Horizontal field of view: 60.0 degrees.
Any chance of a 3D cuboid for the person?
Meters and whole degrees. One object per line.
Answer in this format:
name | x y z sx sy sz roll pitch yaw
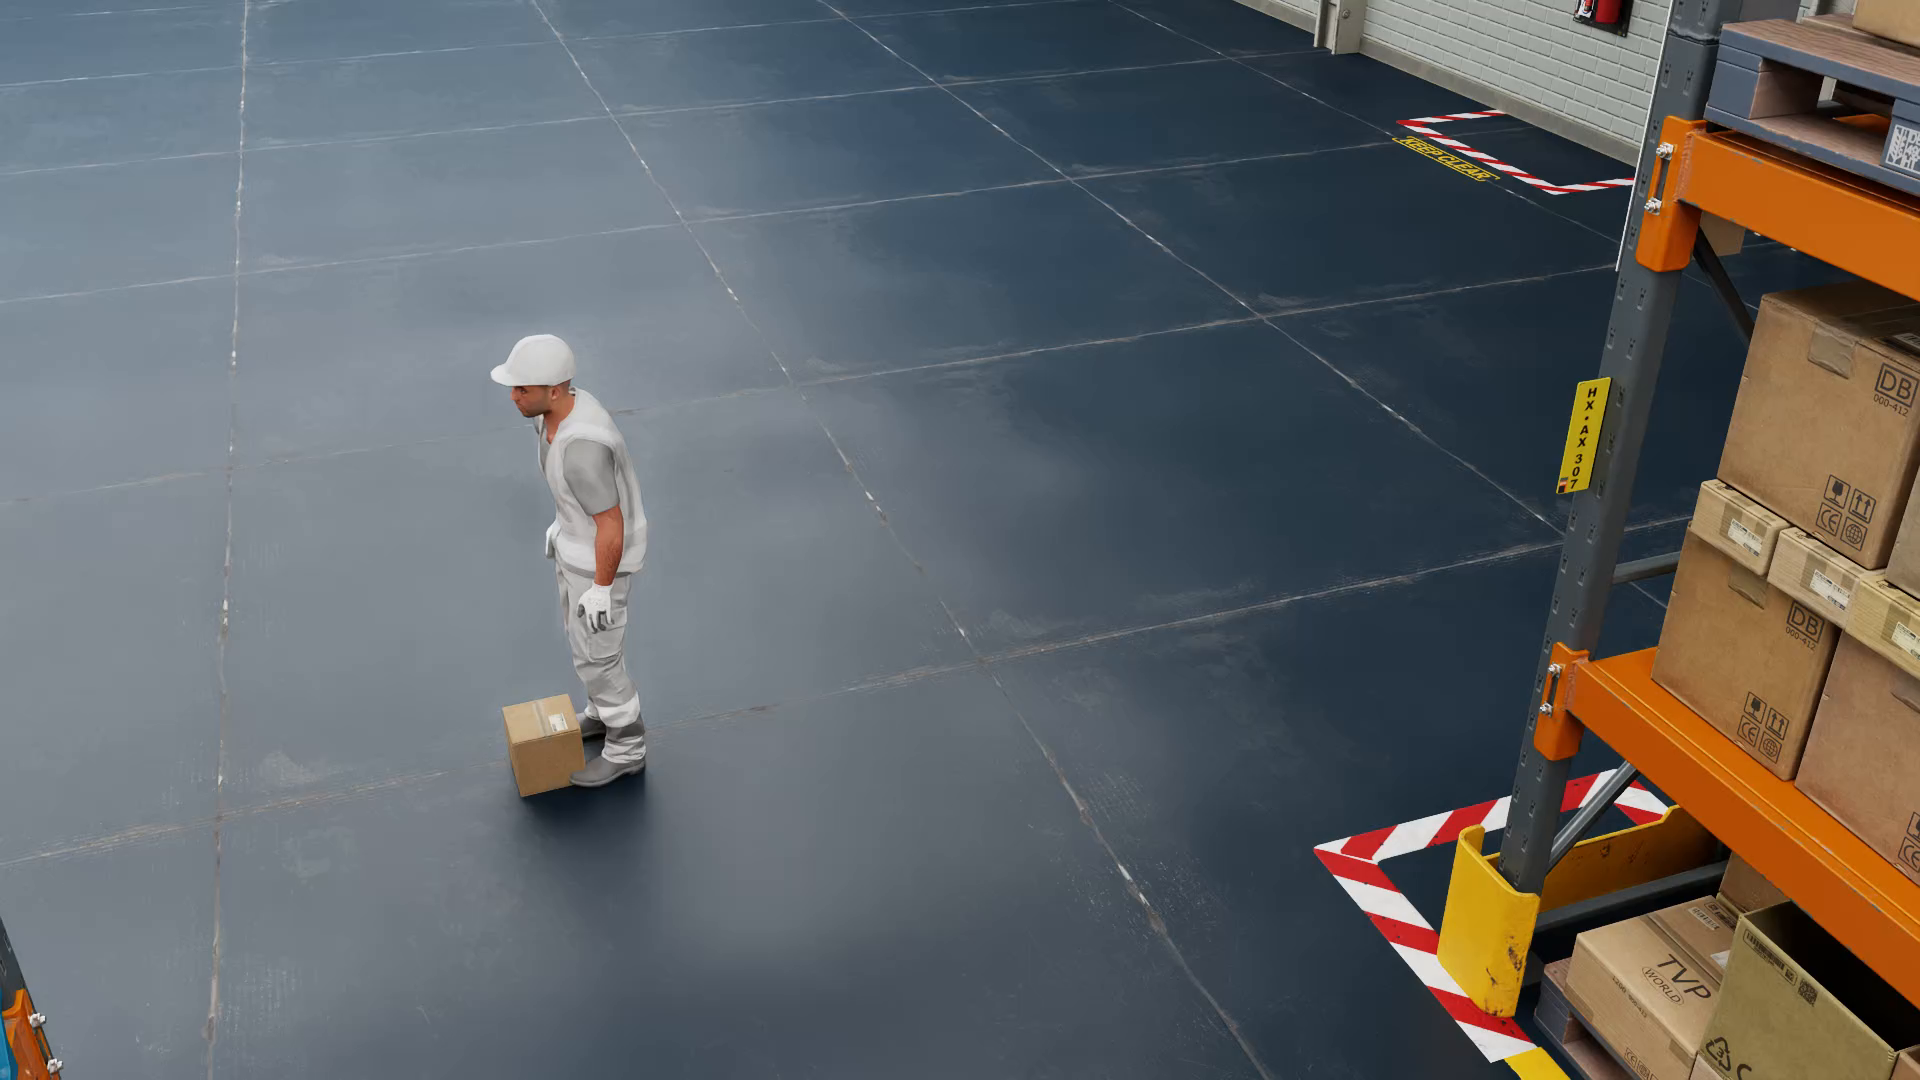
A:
person | -1.357 0.074 5.984 0.453 1.778 0.617 -12 32 -21
